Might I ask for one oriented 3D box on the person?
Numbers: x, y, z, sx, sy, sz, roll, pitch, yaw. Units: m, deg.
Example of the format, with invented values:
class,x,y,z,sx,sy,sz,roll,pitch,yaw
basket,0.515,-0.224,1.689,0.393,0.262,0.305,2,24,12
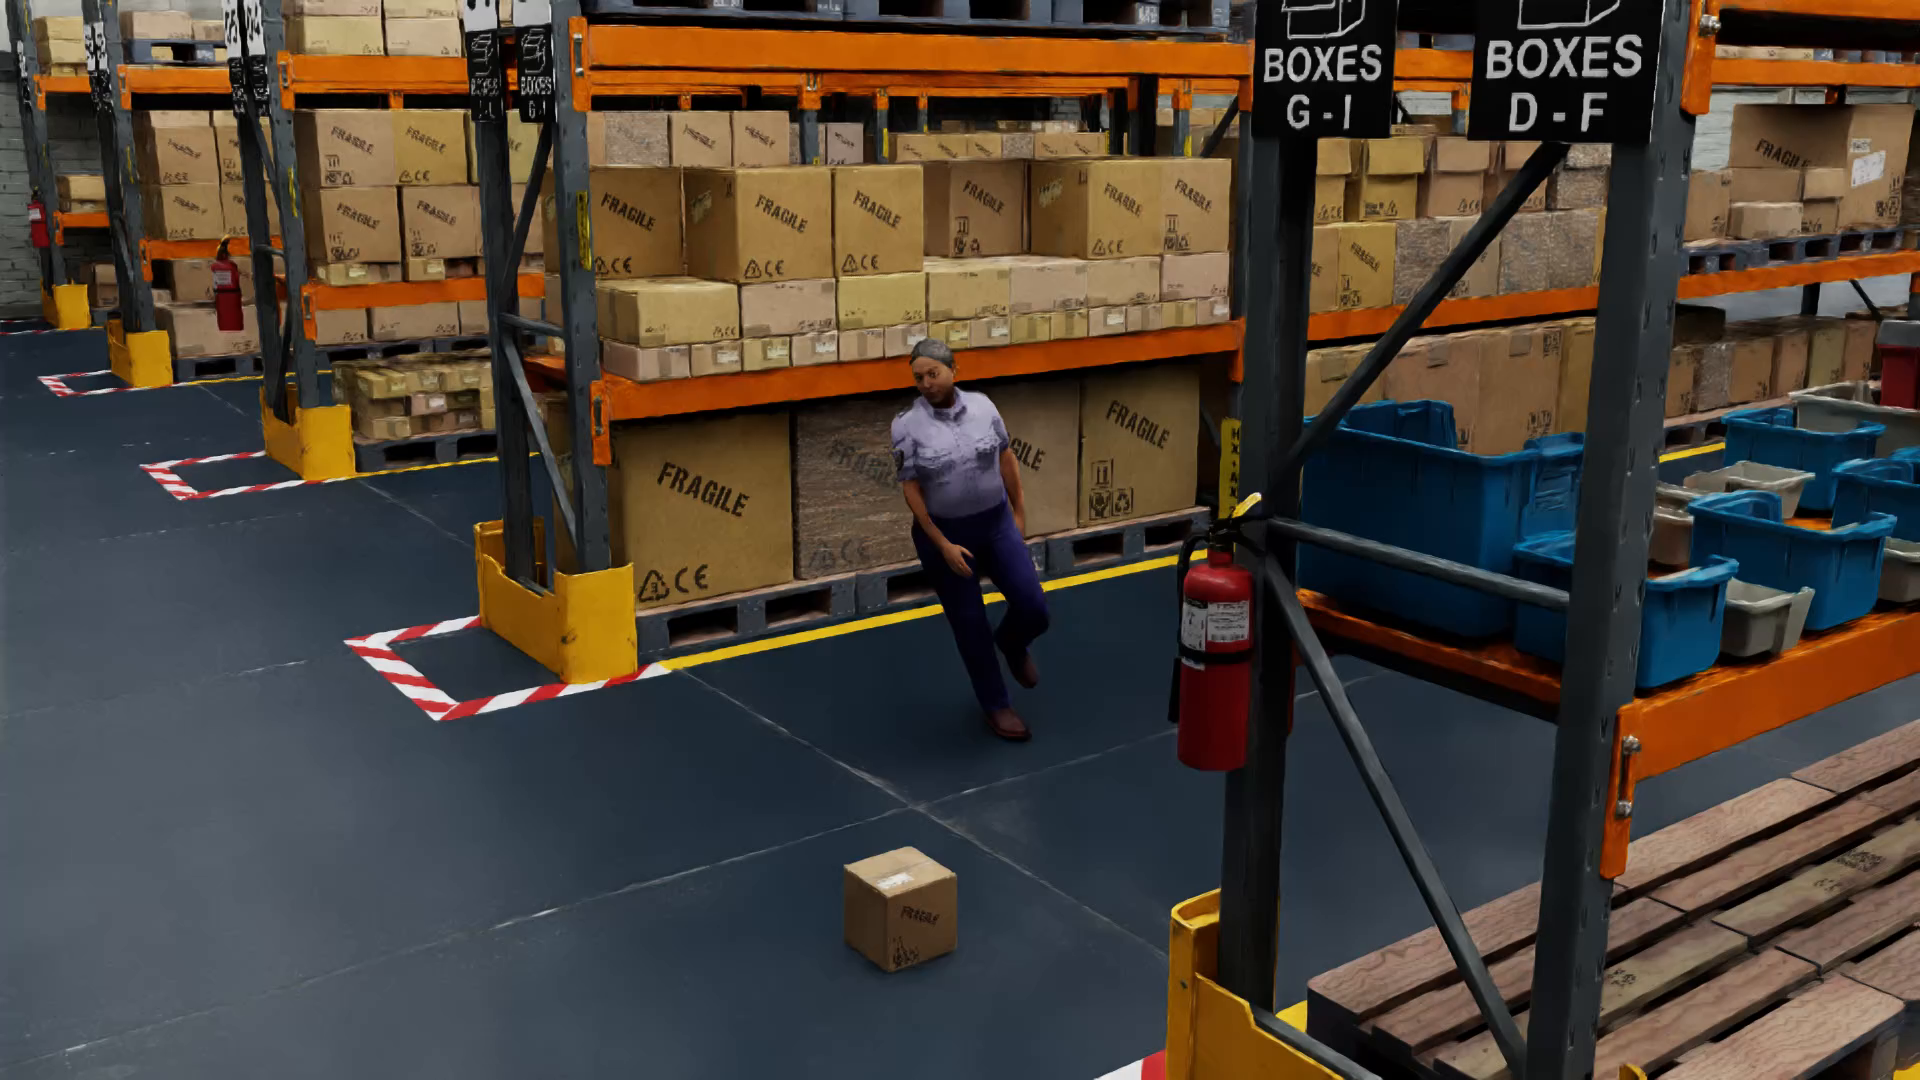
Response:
class,x,y,z,sx,sy,sz,roll,pitch,yaw
person,0.063,-0.014,6.633,0.690,1.611,0.495,-5,16,-20
